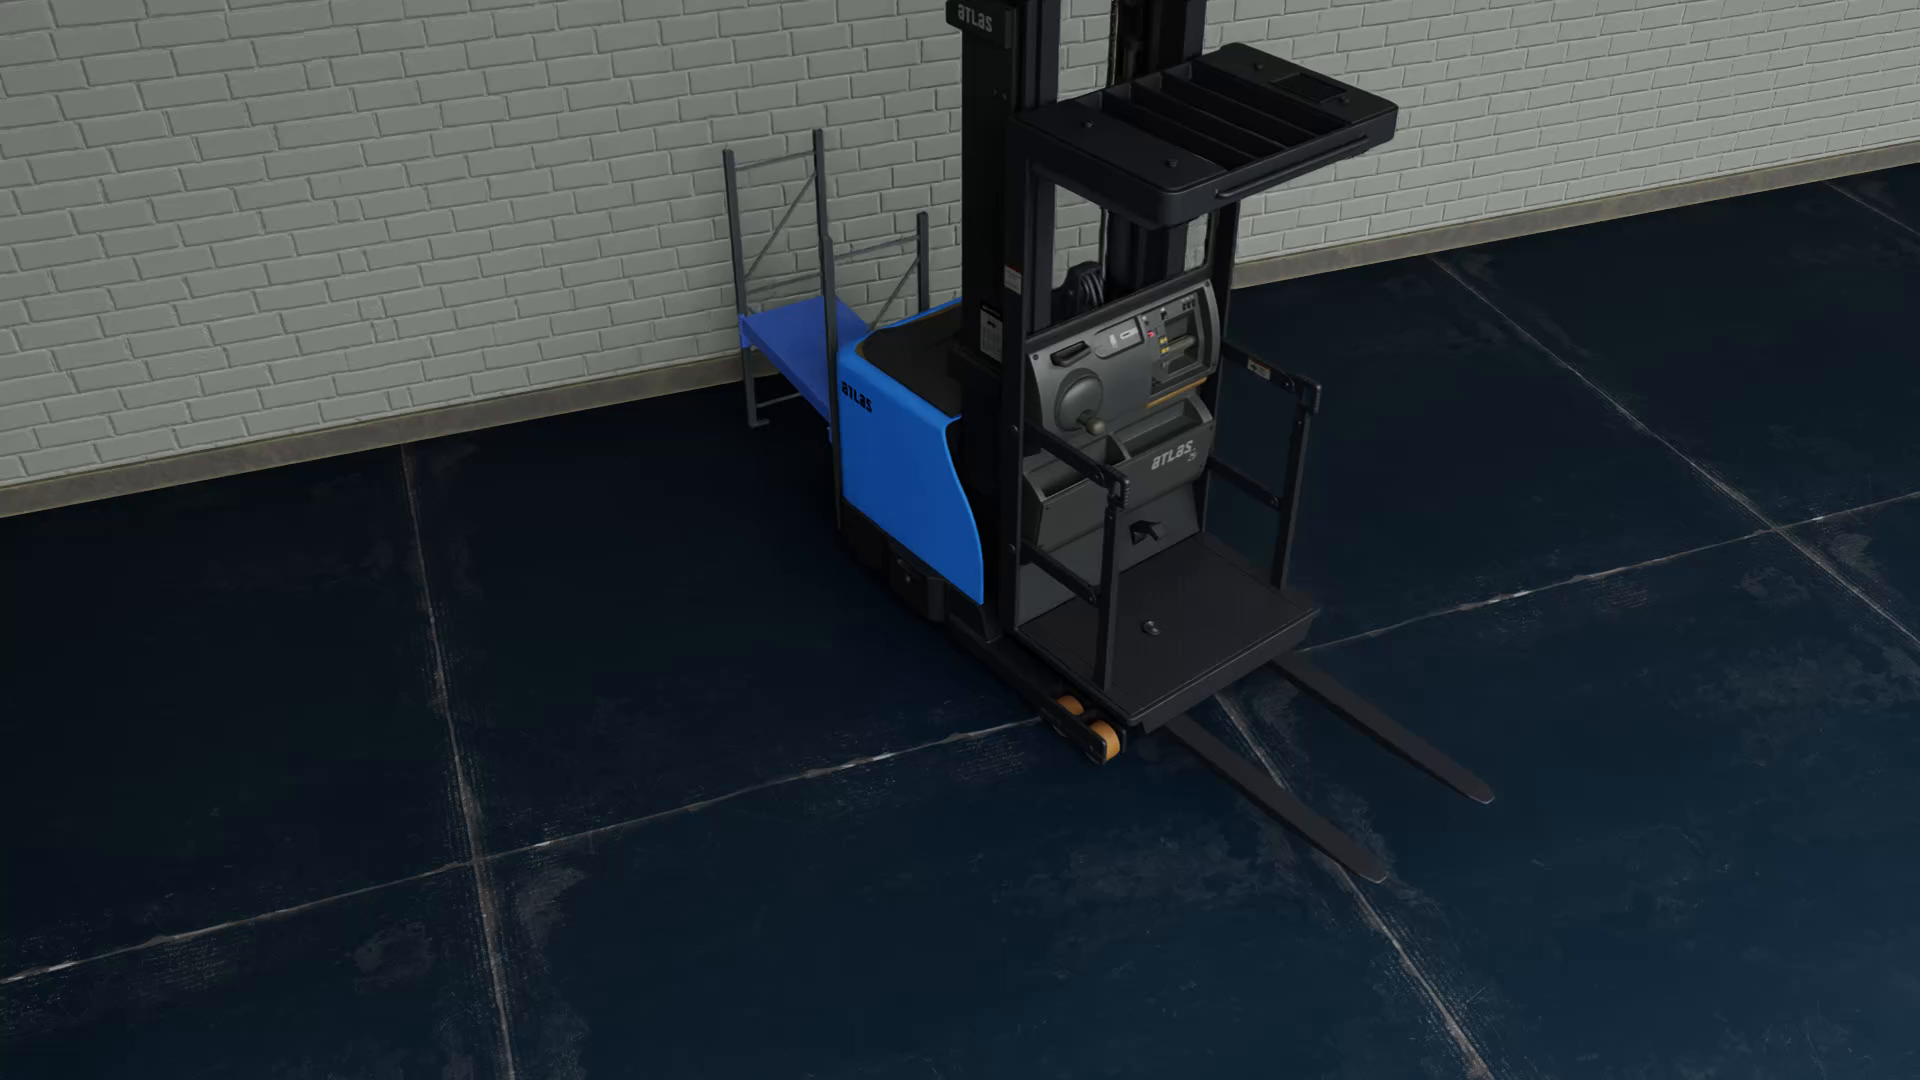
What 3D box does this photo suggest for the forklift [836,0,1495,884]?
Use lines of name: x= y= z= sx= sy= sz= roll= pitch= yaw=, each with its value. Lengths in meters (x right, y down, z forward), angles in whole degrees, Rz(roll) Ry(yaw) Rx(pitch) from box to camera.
forklift: x=0.767 y=-0.632 z=6.152 sx=1.130 sy=2.935 sz=3.031 roll=-26 pitch=44 yaw=-30

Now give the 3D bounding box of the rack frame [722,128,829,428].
rack frame: x=-0.867 y=-1.257 z=8.172 sx=0.500 sy=1.500 sz=0.032 roll=-19 pitch=41 yaw=-24

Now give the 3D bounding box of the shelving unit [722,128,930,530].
shelving unit: x=-0.613 y=-0.992 z=7.821 sx=0.538 sy=1.500 sz=1.048 roll=-19 pitch=41 yaw=-24

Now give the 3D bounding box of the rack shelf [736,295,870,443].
rack shelf: x=-0.613 y=-0.848 z=7.929 sx=0.538 sy=0.185 sz=1.000 roll=-19 pitch=41 yaw=-24

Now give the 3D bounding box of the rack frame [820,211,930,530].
rack frame: x=-0.358 y=-0.727 z=7.469 sx=0.500 sy=1.500 sz=0.032 roll=-19 pitch=41 yaw=-24
